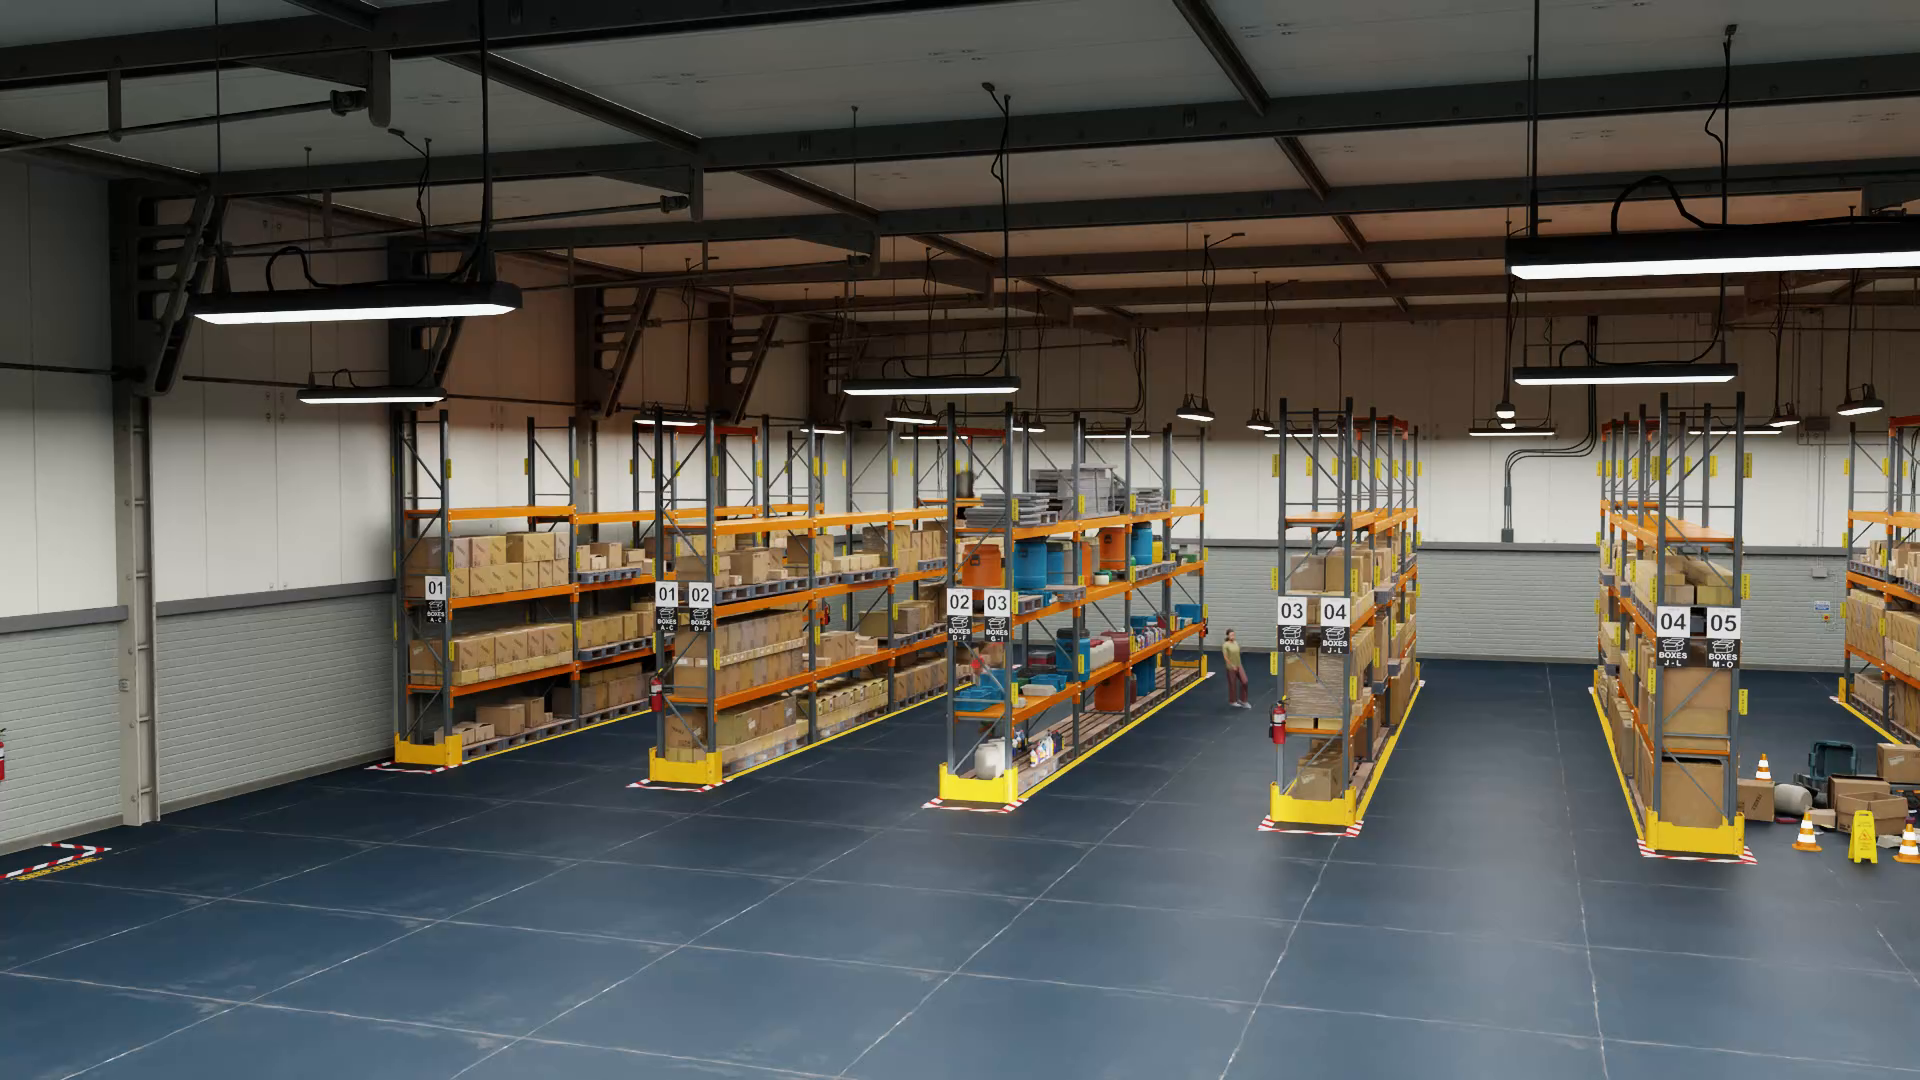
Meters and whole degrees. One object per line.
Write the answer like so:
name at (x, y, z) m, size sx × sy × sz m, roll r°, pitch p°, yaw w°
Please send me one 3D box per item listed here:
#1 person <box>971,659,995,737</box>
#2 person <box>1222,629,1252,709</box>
person at (0.414, 2.885, 30.622) m, size 0.706 × 1.491 × 1.005 m, roll 2°, pitch 3°, yaw 38°
person at (5.722, 2.682, 34.659) m, size 0.616 × 1.672 × 0.585 m, roll -1°, pitch 3°, yaw -19°
